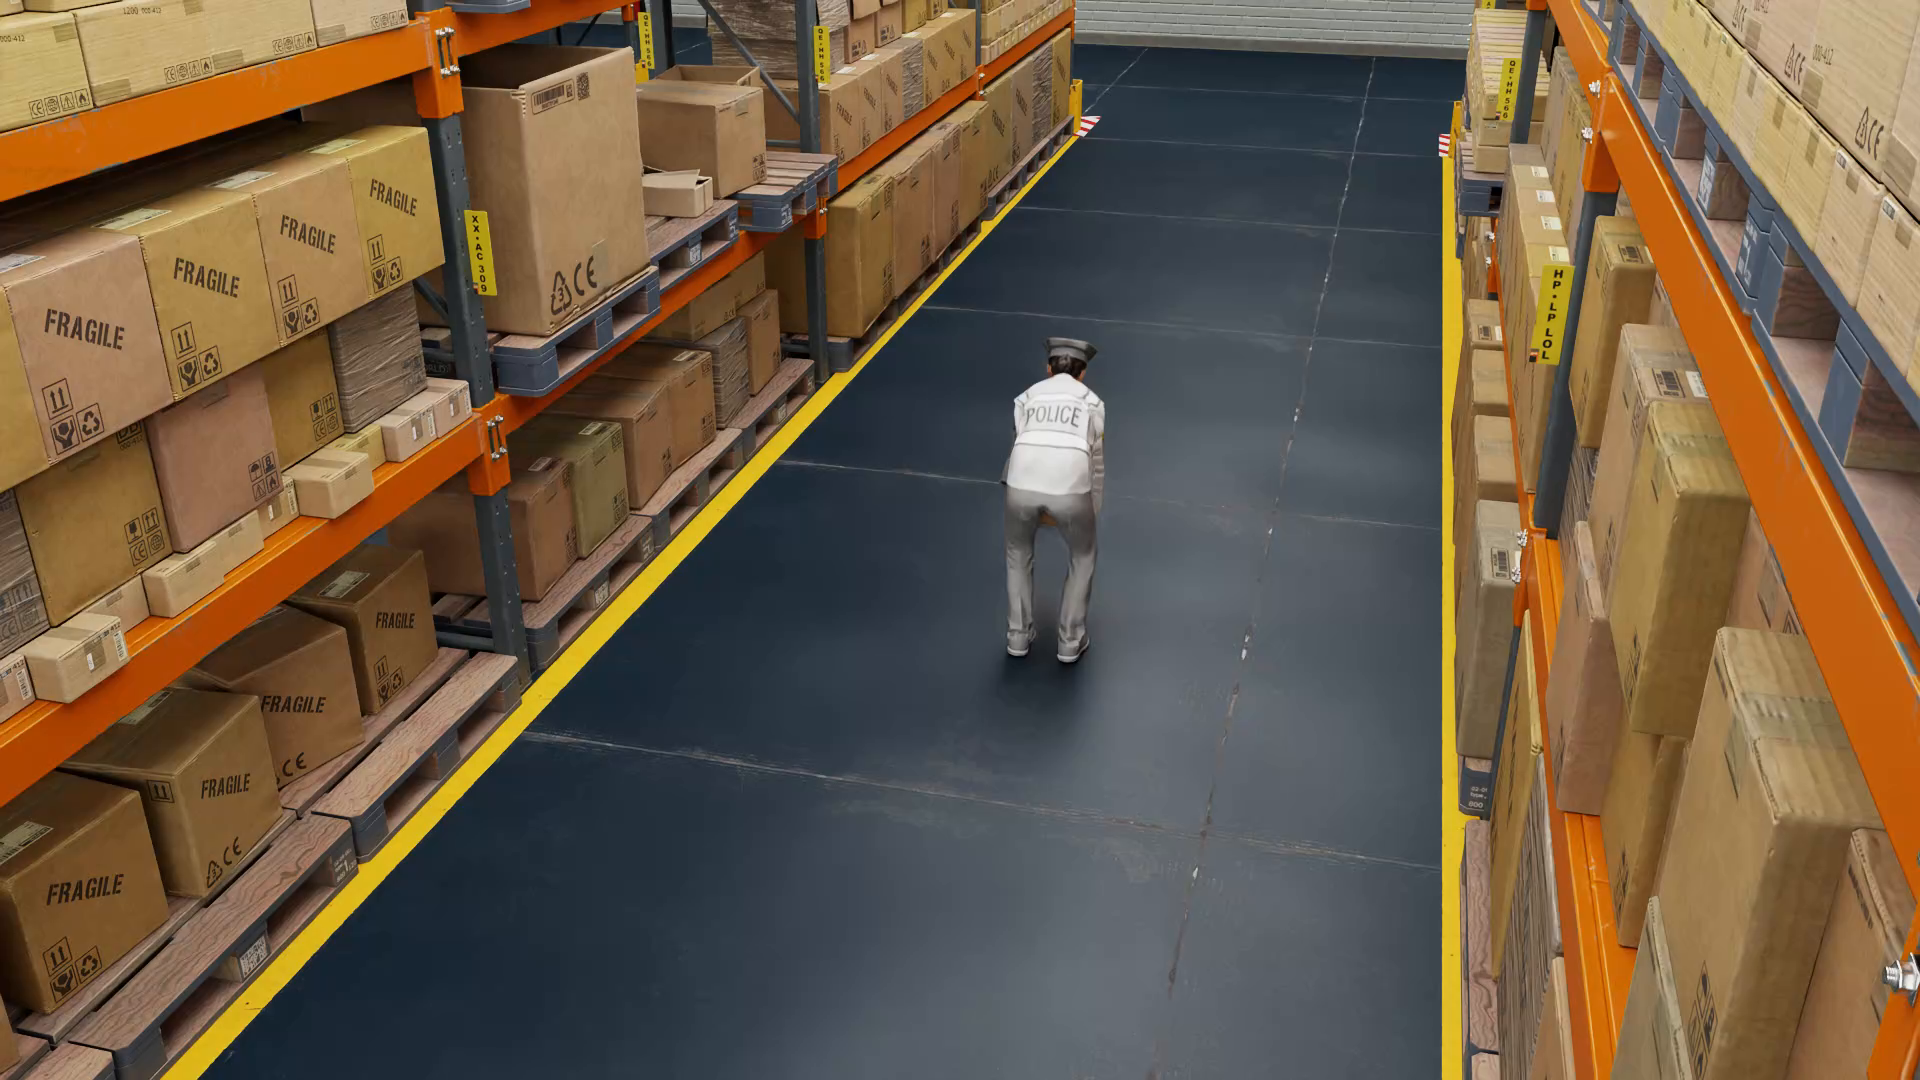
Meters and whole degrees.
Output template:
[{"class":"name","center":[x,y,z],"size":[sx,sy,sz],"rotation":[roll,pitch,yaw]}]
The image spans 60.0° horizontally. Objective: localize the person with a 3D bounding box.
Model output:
[{"class":"person","center":[0.430,-0.193,7.414],"size":[0.422,1.326,0.866],"rotation":[6,26,11]}]
